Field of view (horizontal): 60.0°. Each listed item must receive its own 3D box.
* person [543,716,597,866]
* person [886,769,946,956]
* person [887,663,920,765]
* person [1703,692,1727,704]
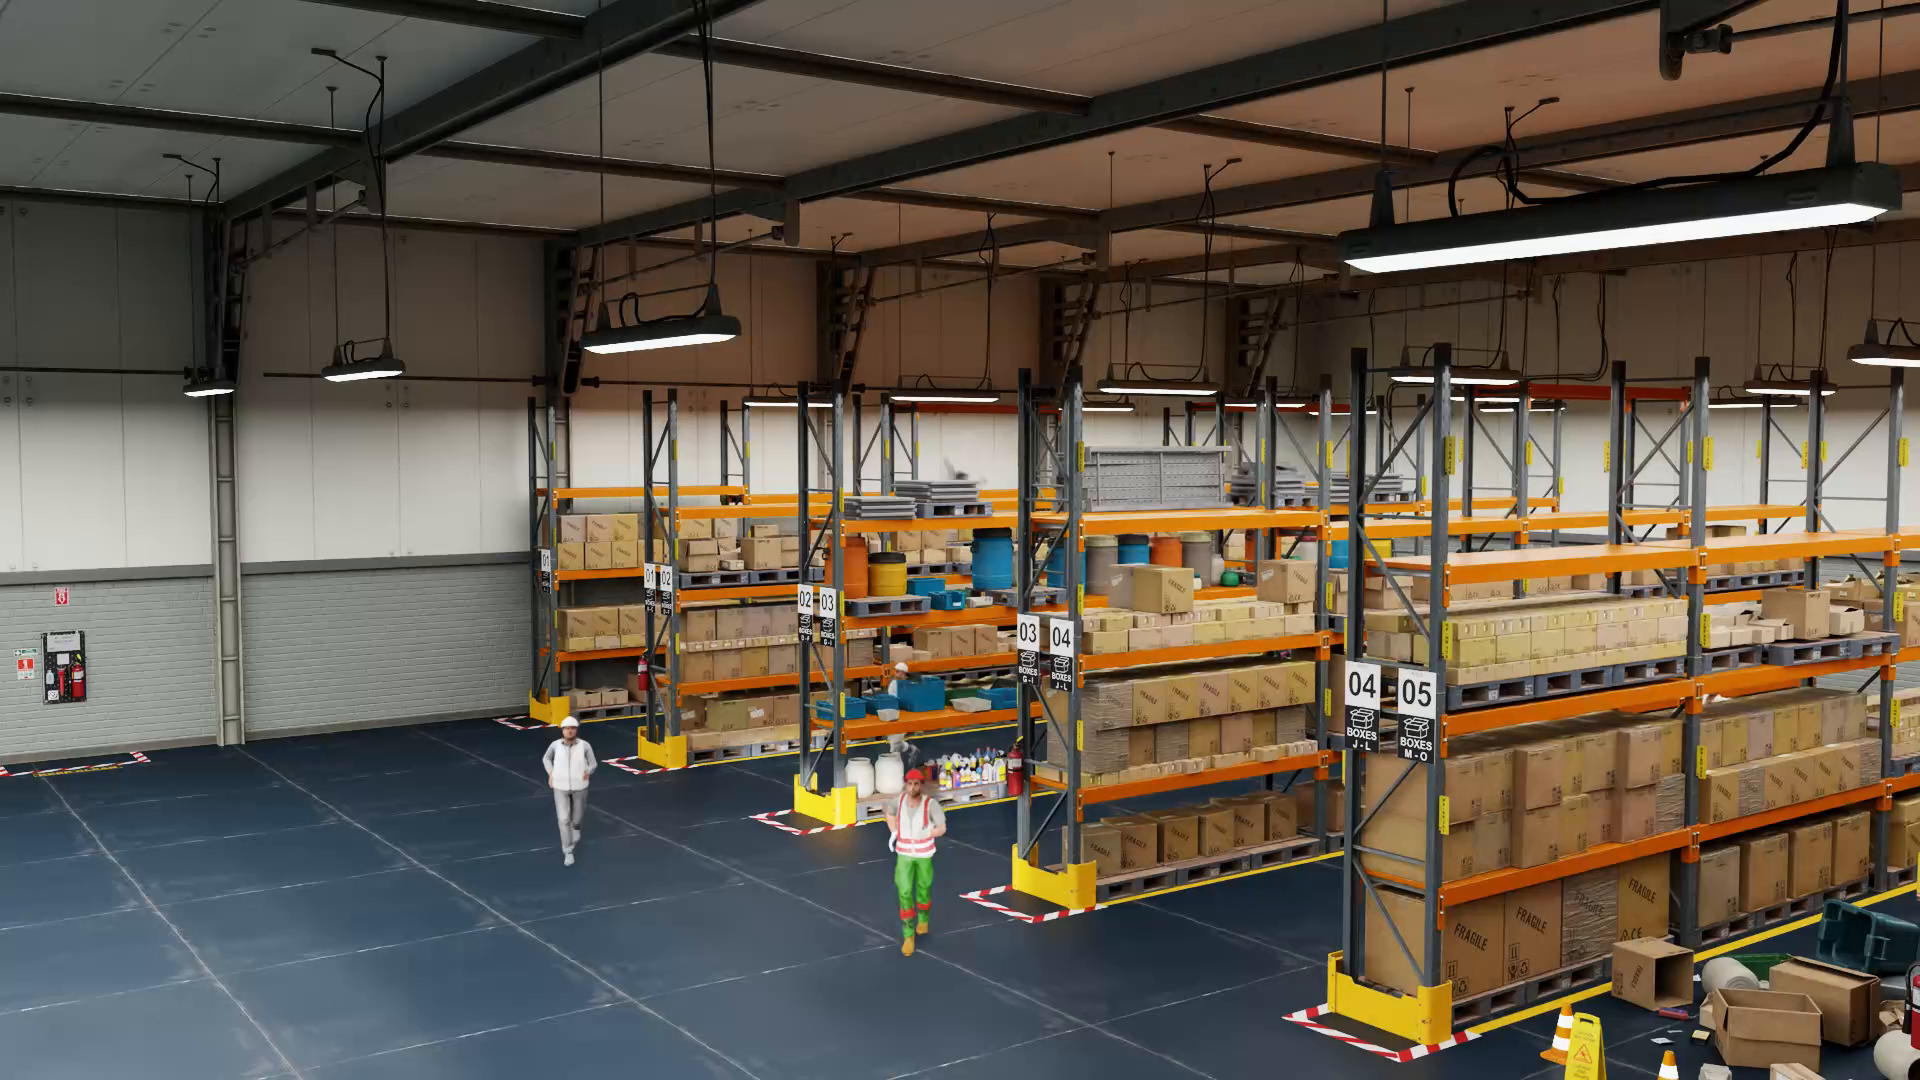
[{"bbox_3d":[-4.839,3.072,20.648,0.662,1.775,0.902,-1,3,-13],"label":"person"},{"bbox_3d":[-0.462,3.250,17.055,0.651,1.823,0.789,0,3,6],"label":"person"},{"bbox_3d":[-0.905,2.768,25.584,0.655,1.769,0.888,3,5,43],"label":"person"},{"bbox_3d":[10.638,2.863,23.553,0.989,1.810,0.690,-3,4,-38],"label":"person"}]
